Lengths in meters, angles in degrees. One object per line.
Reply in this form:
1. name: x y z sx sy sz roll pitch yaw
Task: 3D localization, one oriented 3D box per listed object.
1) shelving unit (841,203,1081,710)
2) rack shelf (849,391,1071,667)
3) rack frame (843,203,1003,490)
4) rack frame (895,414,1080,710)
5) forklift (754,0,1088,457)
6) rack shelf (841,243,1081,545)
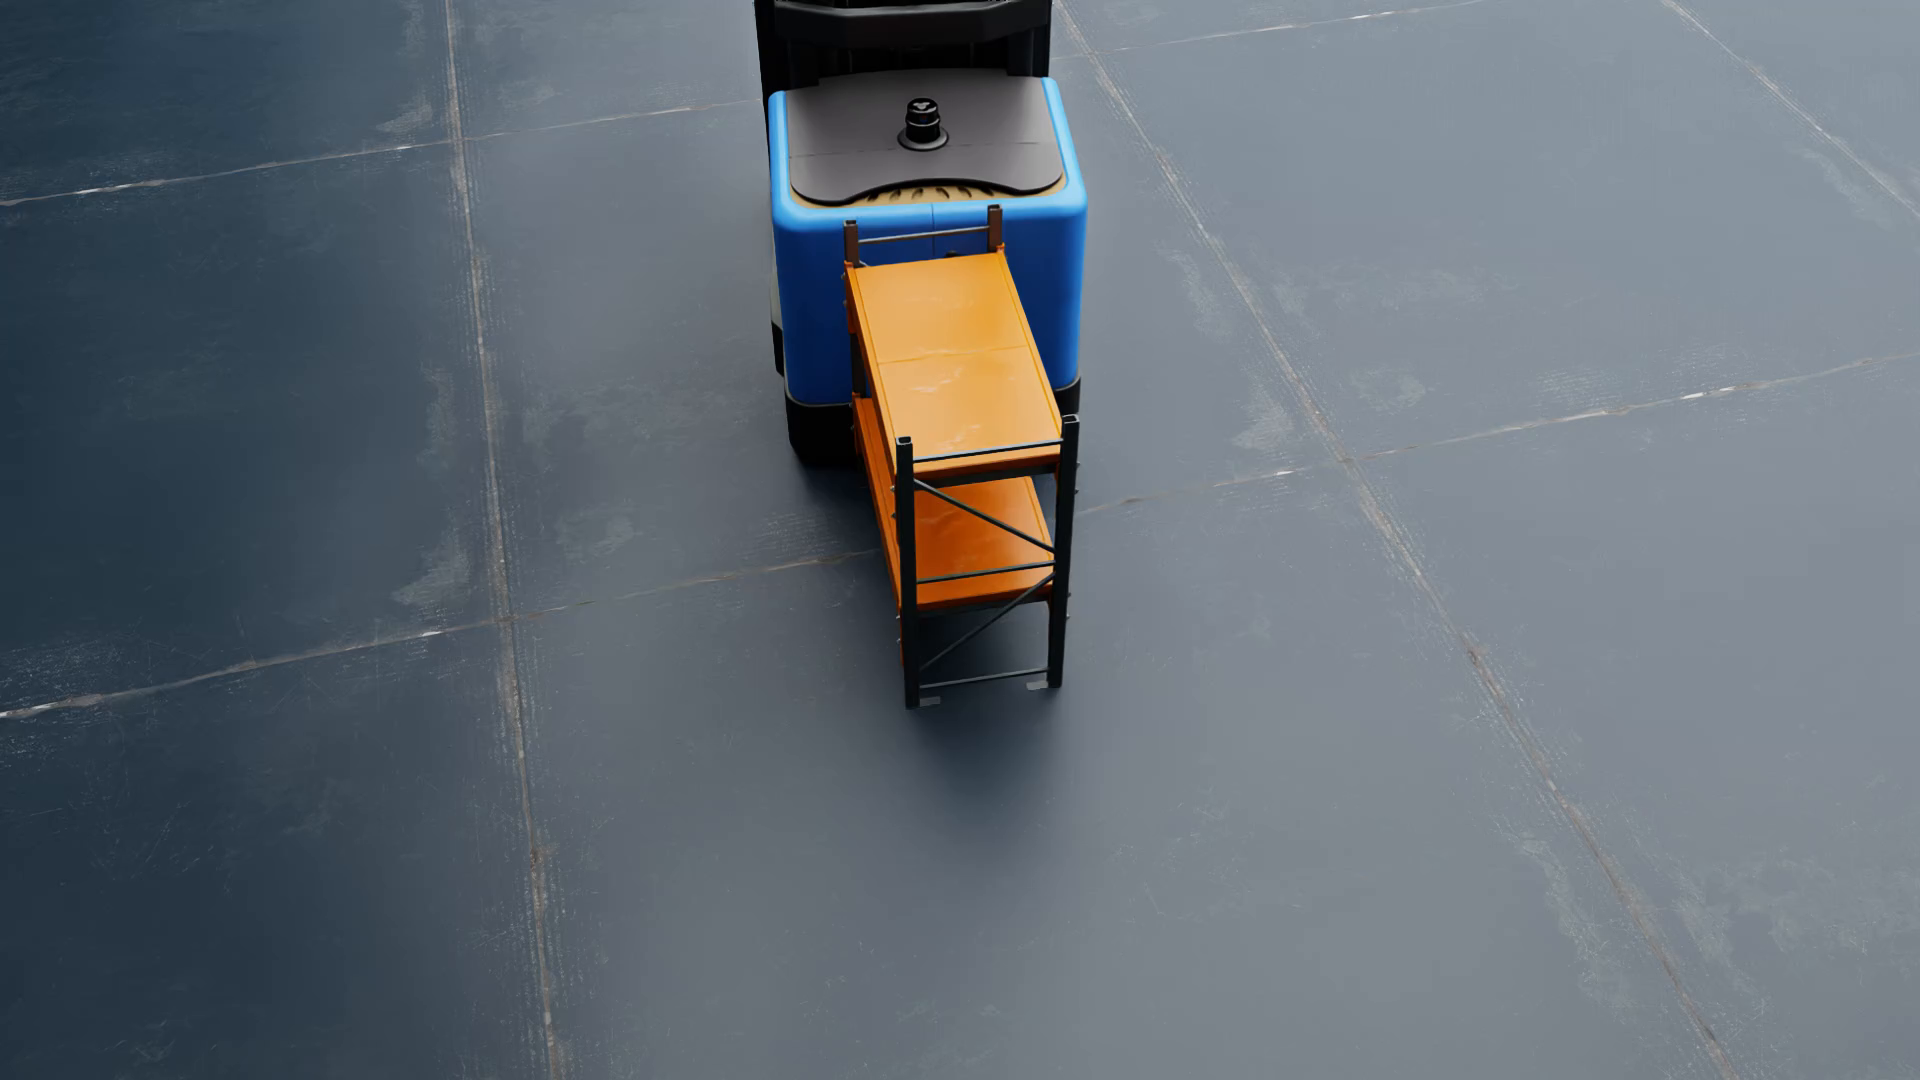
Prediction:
1. shelving unit: -0.020 -0.260 5.217 0.538 1.125 1.048 -8 46 -8
2. rack shelf: -0.020 -0.089 5.392 0.538 0.278 1.000 -8 46 -8
3. rack frame: -0.115 -0.617 5.567 0.500 1.125 0.032 -8 46 -8
4. rack frame: 0.075 0.096 4.868 0.500 1.125 0.032 -8 46 -8
5. forklift: -0.233 -2.377 6.027 1.130 2.935 3.031 -4 46 -4
6. rack shelf: -0.020 -0.465 5.008 0.538 0.278 1.000 -8 46 -8
